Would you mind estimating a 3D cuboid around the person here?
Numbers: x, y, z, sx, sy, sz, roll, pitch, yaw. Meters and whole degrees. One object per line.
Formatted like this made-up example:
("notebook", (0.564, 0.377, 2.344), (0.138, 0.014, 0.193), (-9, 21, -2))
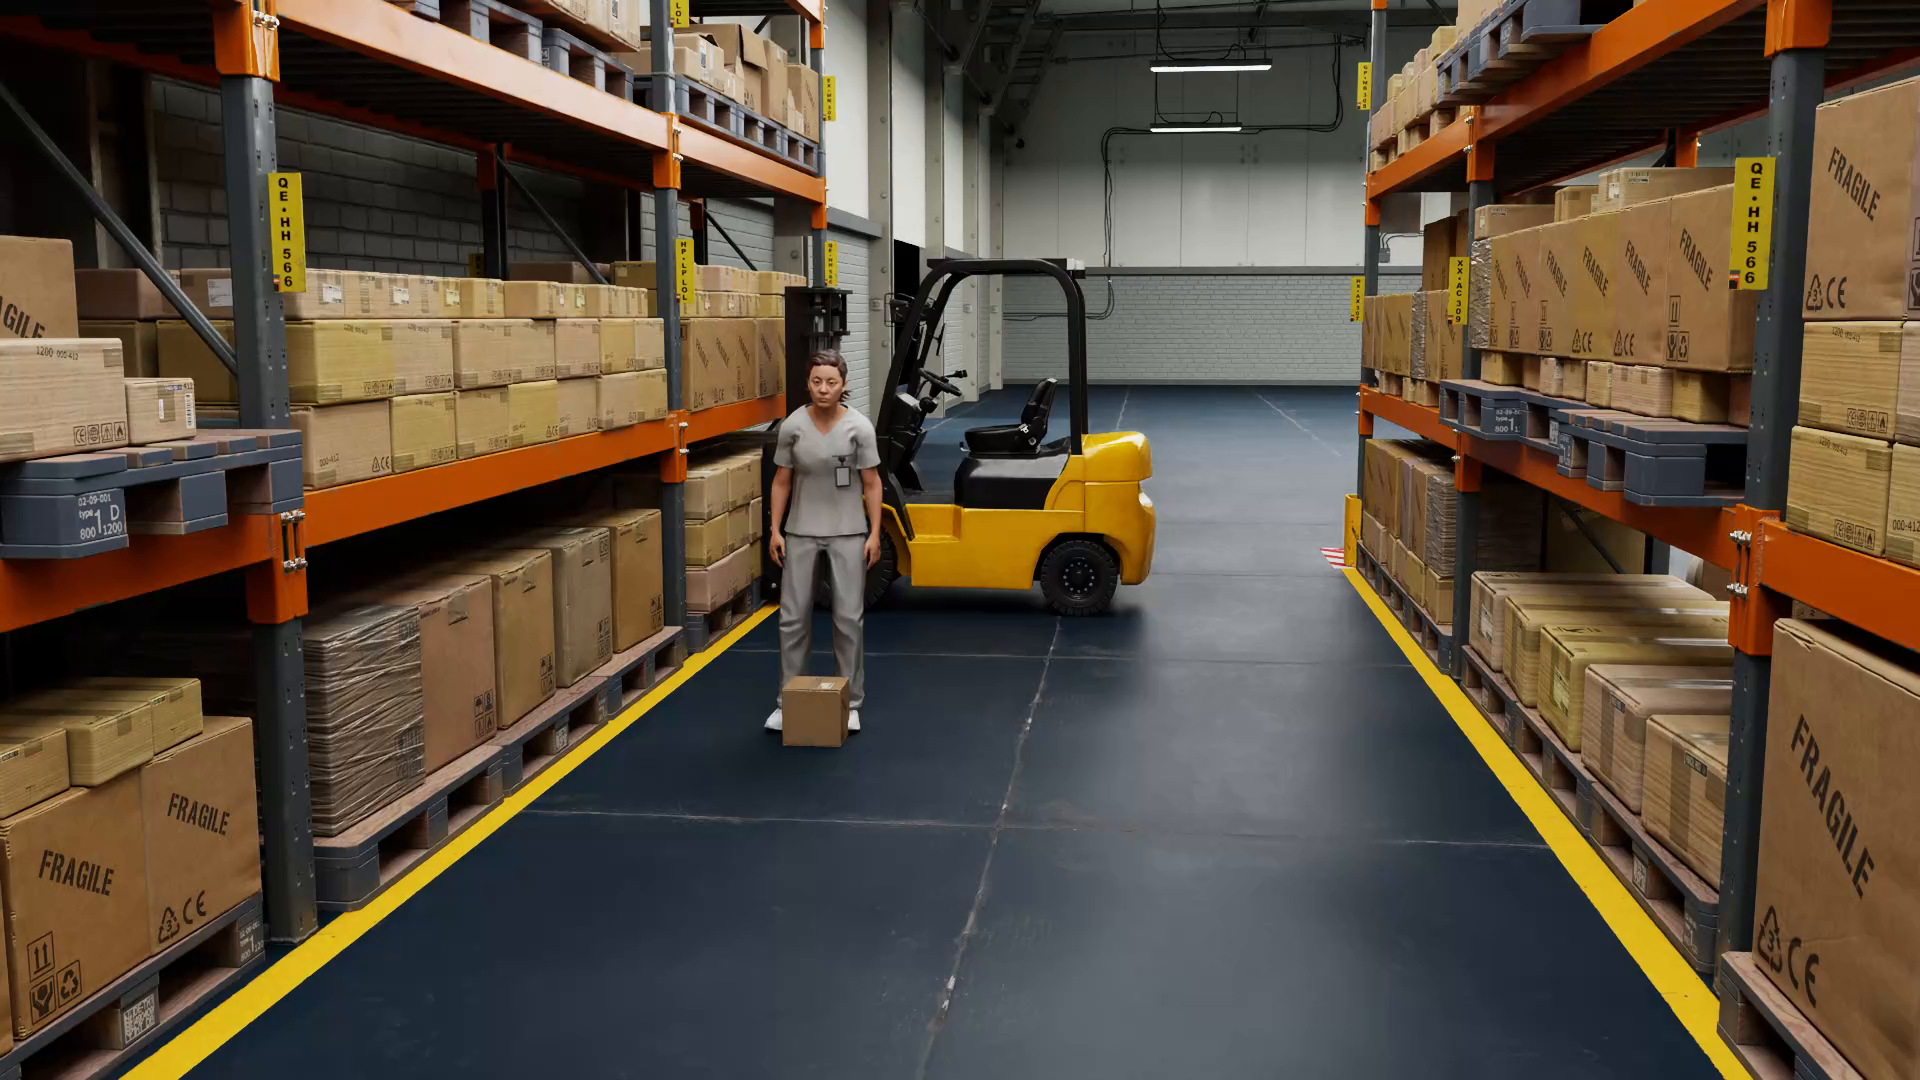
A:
("person", (-0.596, -0.001, 7.310), (0.511, 1.673, 0.350), (1, 8, 4))
